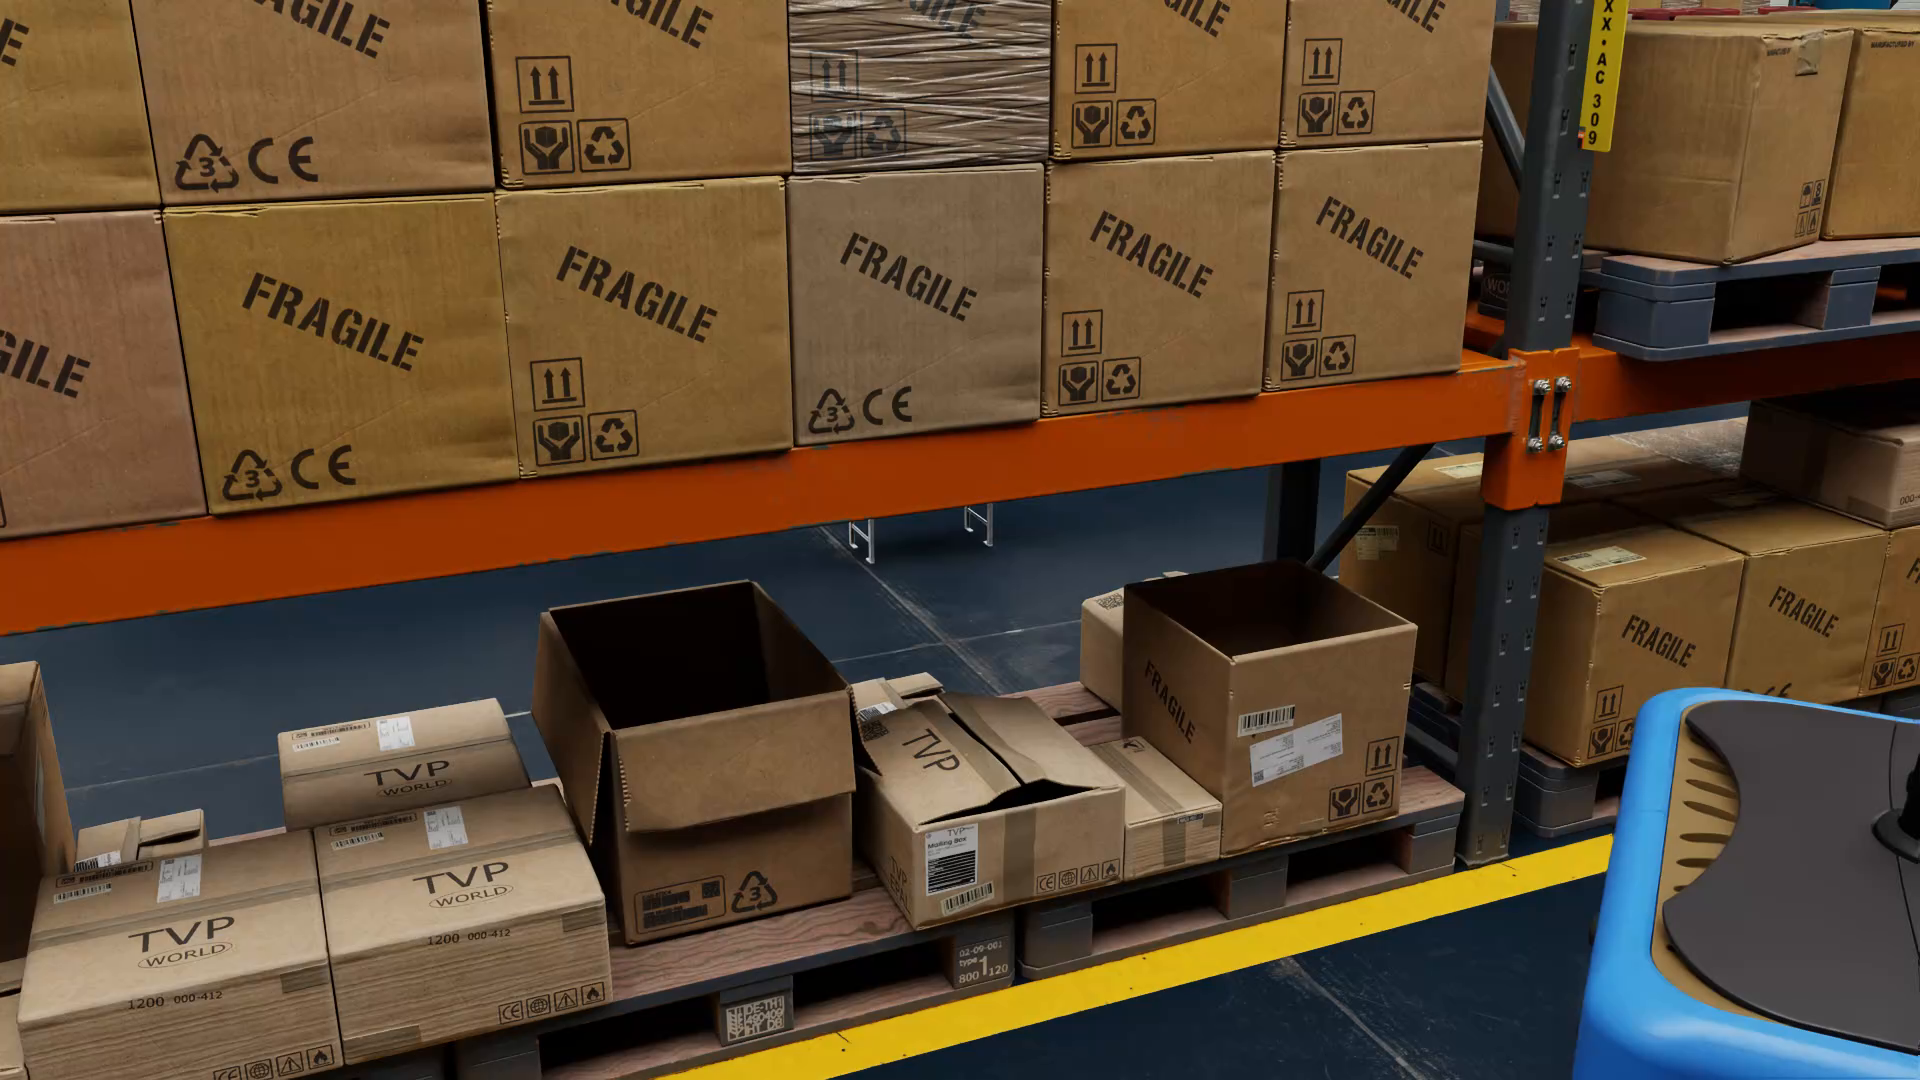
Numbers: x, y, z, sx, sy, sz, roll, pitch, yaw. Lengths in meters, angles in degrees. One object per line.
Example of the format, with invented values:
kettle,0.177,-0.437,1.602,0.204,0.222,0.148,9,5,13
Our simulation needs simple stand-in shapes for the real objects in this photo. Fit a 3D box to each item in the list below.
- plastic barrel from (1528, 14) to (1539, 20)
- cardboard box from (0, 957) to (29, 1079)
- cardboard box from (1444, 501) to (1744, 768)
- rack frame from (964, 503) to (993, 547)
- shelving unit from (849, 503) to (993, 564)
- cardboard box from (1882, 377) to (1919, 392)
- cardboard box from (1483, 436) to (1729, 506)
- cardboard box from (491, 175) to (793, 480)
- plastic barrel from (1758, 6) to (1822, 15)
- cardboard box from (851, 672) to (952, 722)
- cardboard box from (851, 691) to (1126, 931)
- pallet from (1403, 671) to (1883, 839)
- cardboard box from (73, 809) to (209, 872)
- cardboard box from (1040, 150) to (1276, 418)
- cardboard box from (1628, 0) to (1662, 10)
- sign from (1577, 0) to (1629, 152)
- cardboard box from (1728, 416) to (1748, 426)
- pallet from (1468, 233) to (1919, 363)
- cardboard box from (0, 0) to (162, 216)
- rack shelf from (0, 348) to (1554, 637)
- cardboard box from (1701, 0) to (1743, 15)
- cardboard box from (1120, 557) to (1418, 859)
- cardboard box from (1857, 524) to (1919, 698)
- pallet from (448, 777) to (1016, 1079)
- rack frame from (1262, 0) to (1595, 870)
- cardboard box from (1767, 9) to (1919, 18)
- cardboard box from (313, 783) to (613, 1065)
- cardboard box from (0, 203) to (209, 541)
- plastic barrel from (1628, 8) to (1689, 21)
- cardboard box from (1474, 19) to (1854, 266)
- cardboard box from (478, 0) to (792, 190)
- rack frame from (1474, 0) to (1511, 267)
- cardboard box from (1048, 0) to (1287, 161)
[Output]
plastic barrel,3.709,-3.038,10.464,0.421,0.512,0.421,0,19,0
cardboard box,-1.788,0.925,2.983,0.250,0.166,0.380,-8,21,-22
cardboard box,1.676,0.235,4.439,0.500,0.500,0.500,-9,21,-24
rack frame,0.072,-0.576,6.352,0.015,1.200,0.240,-8,21,-22
shelving unit,-0.152,-0.544,6.261,0.503,1.200,0.258,-8,21,-22
cardboard box,3.054,-0.316,4.876,0.500,0.250,0.500,-9,21,-23
cardboard box,1.932,0.010,5.080,0.500,0.500,0.500,-8,21,-22
cardboard box,-0.633,-0.446,3.122,0.500,0.500,0.500,-8,21,-21
plastic barrel,5.557,-3.316,11.218,0.433,0.535,0.433,0,19,0
cardboard box,-0.126,0.488,4.224,0.250,0.166,0.380,-8,21,-22
cardboard box,0.036,0.574,3.762,0.500,0.311,0.500,-8,21,-22
pallet,1.867,0.450,4.927,1.213,0.211,1.003,-8,21,-22
cardboard box,-1.729,0.735,3.520,0.250,0.166,0.380,-8,21,-22
cardboard box,0.305,-0.582,3.508,0.500,0.500,0.500,-8,21,-20
cardboard box,6.366,-5.254,16.328,0.500,0.500,0.875,-8,21,-22
sign,1.357,-0.991,3.517,0.005,0.325,0.100,-8,21,-22
cardboard box,2.859,-0.124,5.459,0.500,0.500,0.500,-9,21,-24
pallet,1.912,-0.728,4.364,1.213,0.211,1.003,-8,21,-22
cardboard box,-1.549,-0.789,2.590,0.500,0.500,0.500,-8,21,-21
rack shelf,-0.701,-0.145,3.500,4.000,0.370,1.077,-8,21,-22
cardboard box,7.306,-5.368,16.654,0.500,0.500,0.875,-8,21,-22
cardboard box,0.724,0.386,4.011,0.500,0.500,0.500,-8,21,-22
cardboard box,2.623,0.098,4.829,0.500,0.500,0.500,-8,21,-21
pallet,-0.618,0.820,3.876,1.213,0.211,1.003,-8,21,-22
rack frame,1.135,-0.747,4.128,0.127,3.000,1.000,-8,21,-22
cardboard box,2.733,-1.244,4.755,0.500,0.500,0.700,-15,24,-36
cardboard box,-1.008,0.752,3.348,0.500,0.250,0.500,-8,21,-22
cardboard box,-1.554,-0.316,2.751,0.500,0.500,0.500,-8,21,-22
plastic barrel,4.486,-3.162,10.782,0.433,0.535,0.433,0,19,0
cardboard box,1.659,-0.987,4.025,0.500,0.500,0.700,-17,26,-40
cardboard box,-0.621,-0.920,2.963,0.500,0.500,0.500,-8,21,-22
rack frame,2.849,-2.784,9.914,0.127,3.000,1.000,-8,21,-22
cardboard box,0.304,-1.052,3.338,0.500,0.500,0.500,-9,21,-23
